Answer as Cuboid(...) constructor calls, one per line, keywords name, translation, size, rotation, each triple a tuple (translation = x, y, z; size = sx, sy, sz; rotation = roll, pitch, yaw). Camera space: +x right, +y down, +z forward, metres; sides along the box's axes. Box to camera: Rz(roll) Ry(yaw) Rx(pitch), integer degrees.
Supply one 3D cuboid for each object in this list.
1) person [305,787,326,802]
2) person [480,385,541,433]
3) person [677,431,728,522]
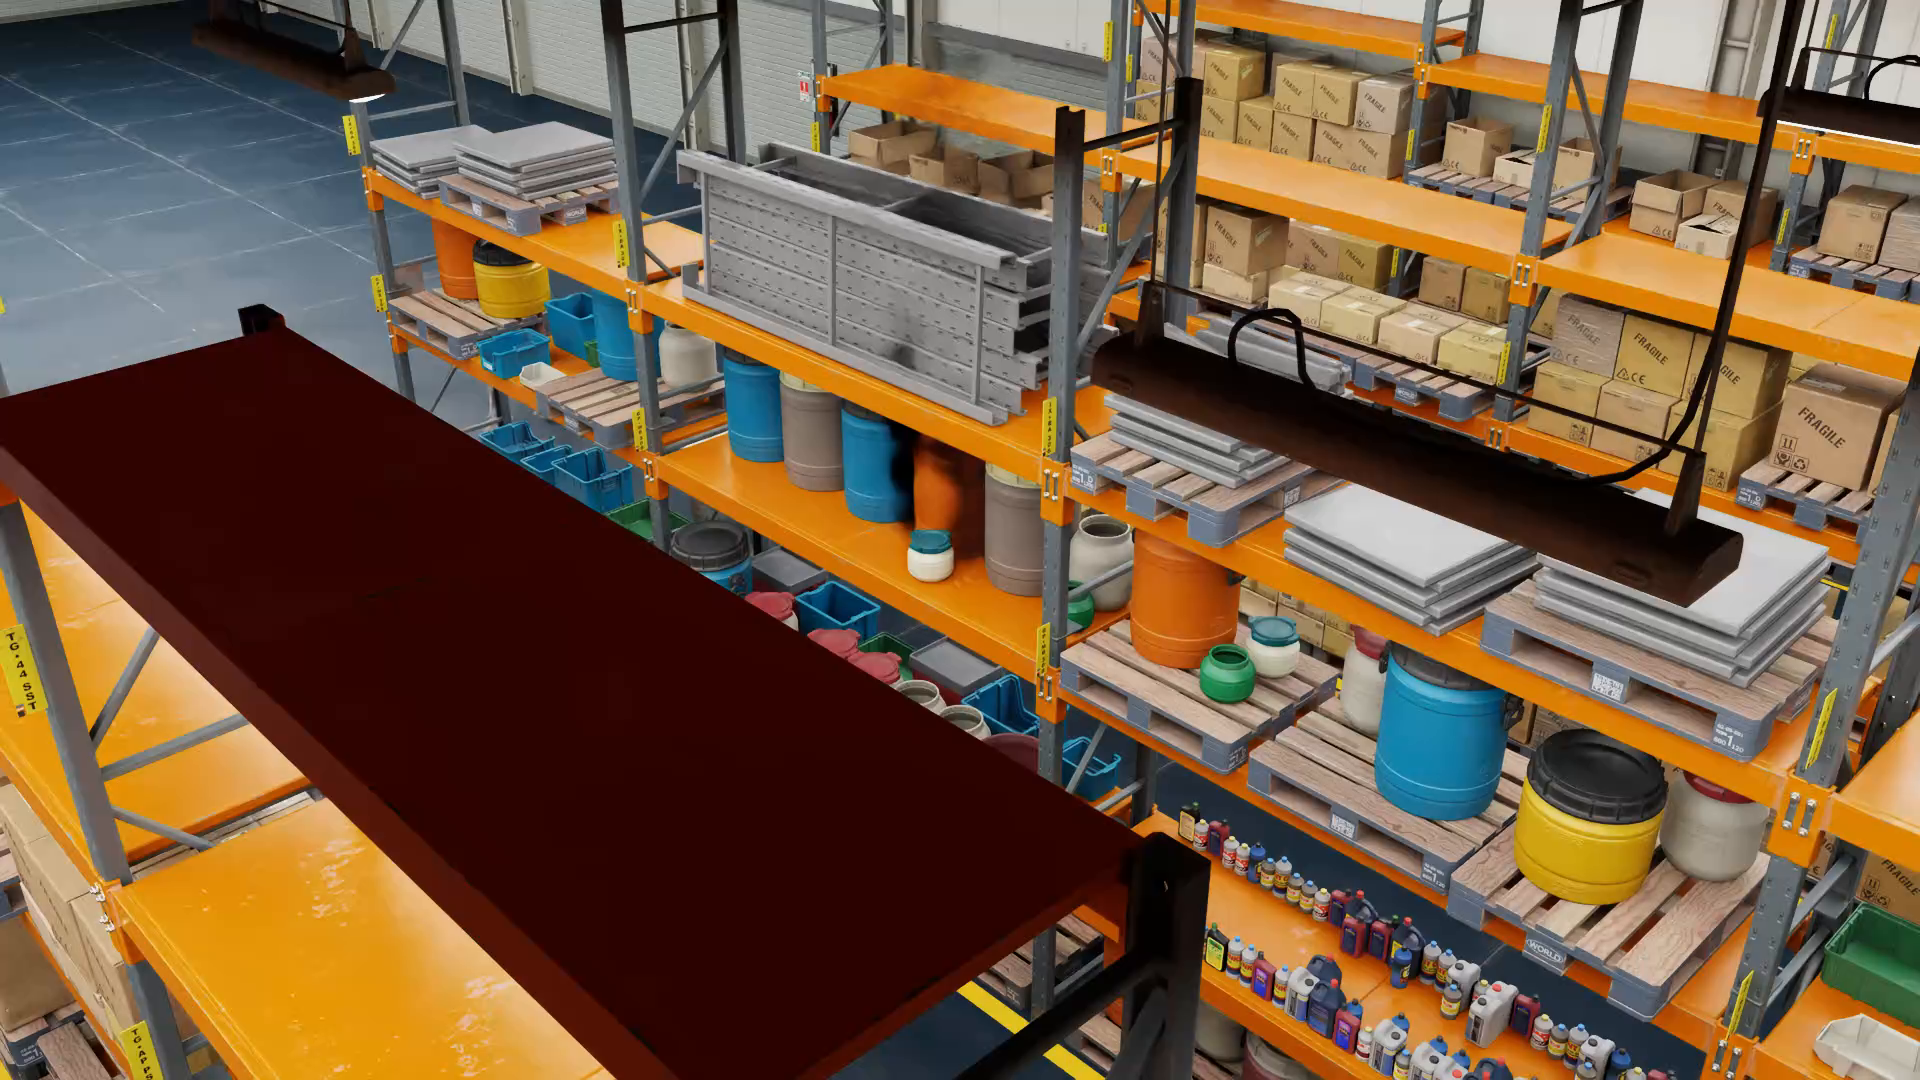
Cuboid(name="person", translation=(-4.749, 1.585, 12.158), size=(0.629, 1.756, 0.603), rotation=(21, 34, 33))
Cuboid(name="person", translation=(-5.123, -2.059, 18.971), size=(0.894, 1.689, 0.608), rotation=(-6, 29, -12))
Cuboid(name="person", translation=(-2.418, -0.499, 15.964), size=(0.872, 1.762, 0.711), rotation=(25, 37, 38))
